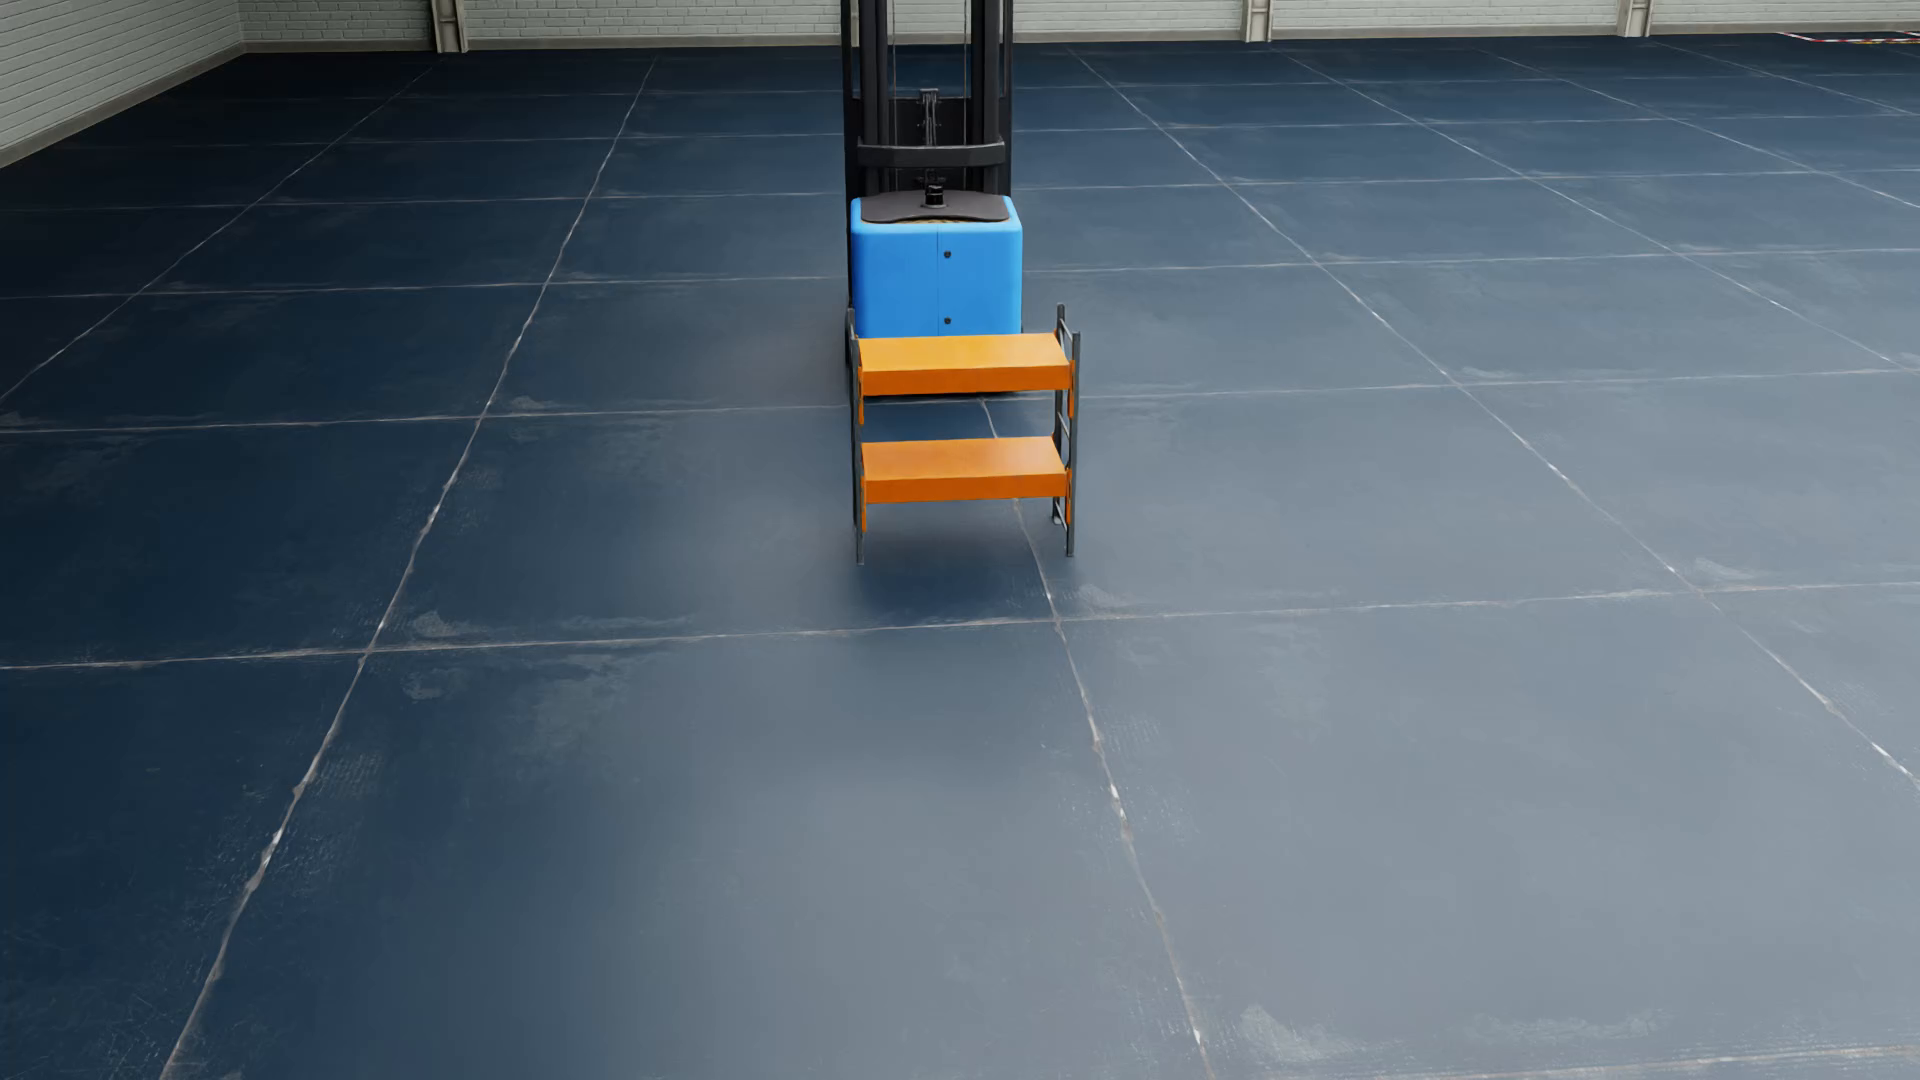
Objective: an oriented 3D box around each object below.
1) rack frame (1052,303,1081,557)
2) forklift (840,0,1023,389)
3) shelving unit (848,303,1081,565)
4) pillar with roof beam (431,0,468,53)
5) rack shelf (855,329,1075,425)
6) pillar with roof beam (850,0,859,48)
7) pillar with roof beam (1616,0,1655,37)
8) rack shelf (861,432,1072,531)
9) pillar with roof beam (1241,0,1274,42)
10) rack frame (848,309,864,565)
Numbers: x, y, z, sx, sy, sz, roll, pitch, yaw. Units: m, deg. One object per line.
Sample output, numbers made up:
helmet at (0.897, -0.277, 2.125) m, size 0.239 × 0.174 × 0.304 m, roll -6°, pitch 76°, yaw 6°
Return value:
rack frame at (0.513, -0.535, 8.068) m, size 0.032 × 1.125 × 0.500 m, roll -2°, pitch 24°, yaw -5°
forklift at (-0.224, -2.811, 10.966) m, size 1.130 × 2.935 × 3.031 m, roll -1°, pitch 24°, yaw -3°
shelving unit at (0.007, -0.514, 8.022) m, size 1.048 × 1.125 × 0.538 m, roll -2°, pitch 24°, yaw -5°
pillar with roof beam at (-6.998, -9.526, 18.603) m, size 0.400 × 9.000 × 9.100 m, roll -2°, pitch 24°, yaw -5°
rack shelf at (0.007, -0.782, 7.903) m, size 1.000 × 0.278 × 0.538 m, roll -2°, pitch 24°, yaw -5°
pillar with roof beam at (-1.027, -9.766, 19.142) m, size 0.400 × 9.000 × 9.100 m, roll -2°, pitch 24°, yaw -5°
pillar with roof beam at (10.915, -10.245, 20.219) m, size 0.400 × 9.000 × 9.100 m, roll -2°, pitch 24°, yaw -5°
rack shelf at (0.007, -0.291, 8.121) m, size 1.000 × 0.278 × 0.538 m, roll -2°, pitch 24°, yaw -5°
pillar with roof beam at (4.944, -10.005, 19.681) m, size 0.400 × 9.000 × 9.100 m, roll -2°, pitch 24°, yaw -5°
rack frame at (-0.499, -0.494, 7.976) m, size 0.032 × 1.125 × 0.500 m, roll -2°, pitch 24°, yaw -5°
